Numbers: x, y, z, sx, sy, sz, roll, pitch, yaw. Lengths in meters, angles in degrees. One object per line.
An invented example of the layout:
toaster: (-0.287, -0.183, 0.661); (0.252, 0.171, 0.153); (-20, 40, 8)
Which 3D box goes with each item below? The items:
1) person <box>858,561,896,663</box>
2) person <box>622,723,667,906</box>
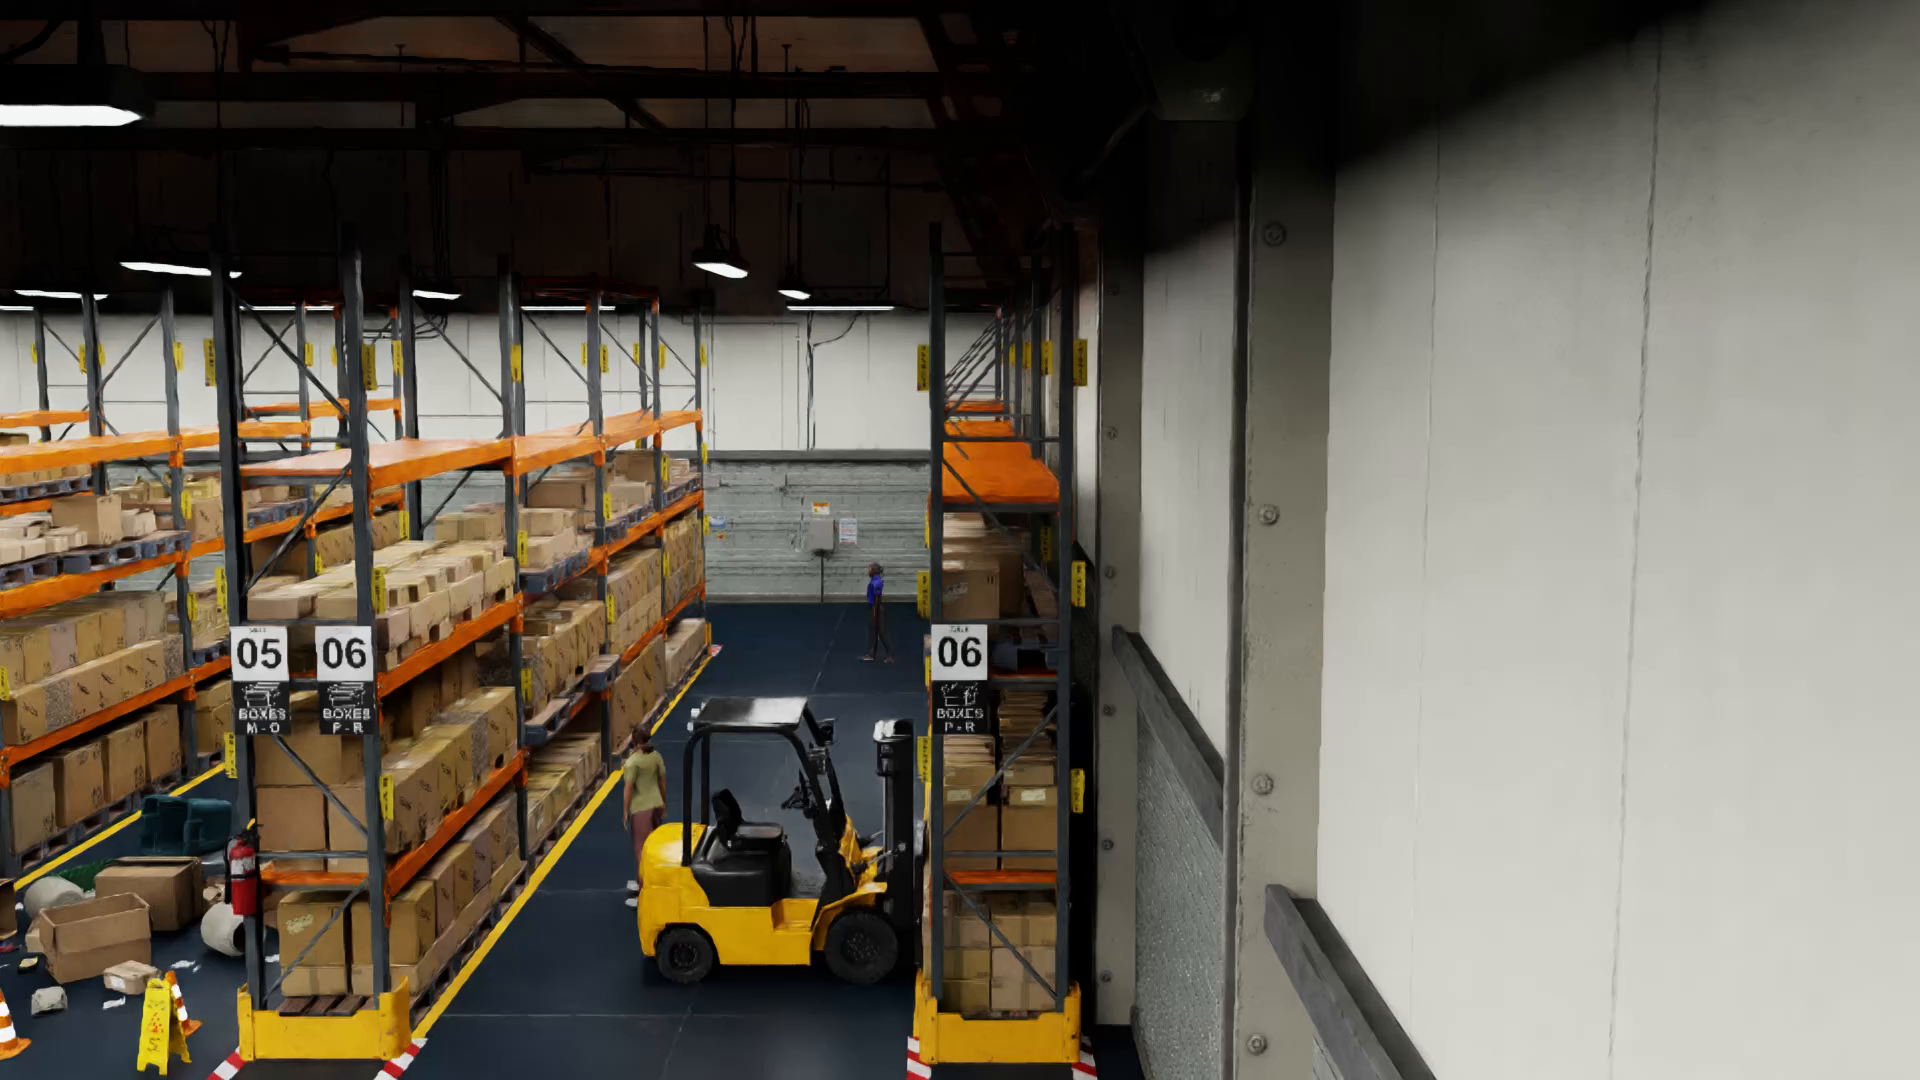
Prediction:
person: (-1.364, 1.175, 27.270); (0.608, 1.634, 0.703); (-1, 7, -7)
person: (-2.974, 2.519, 15.496); (0.569, 1.668, 0.560); (4, 8, 31)
